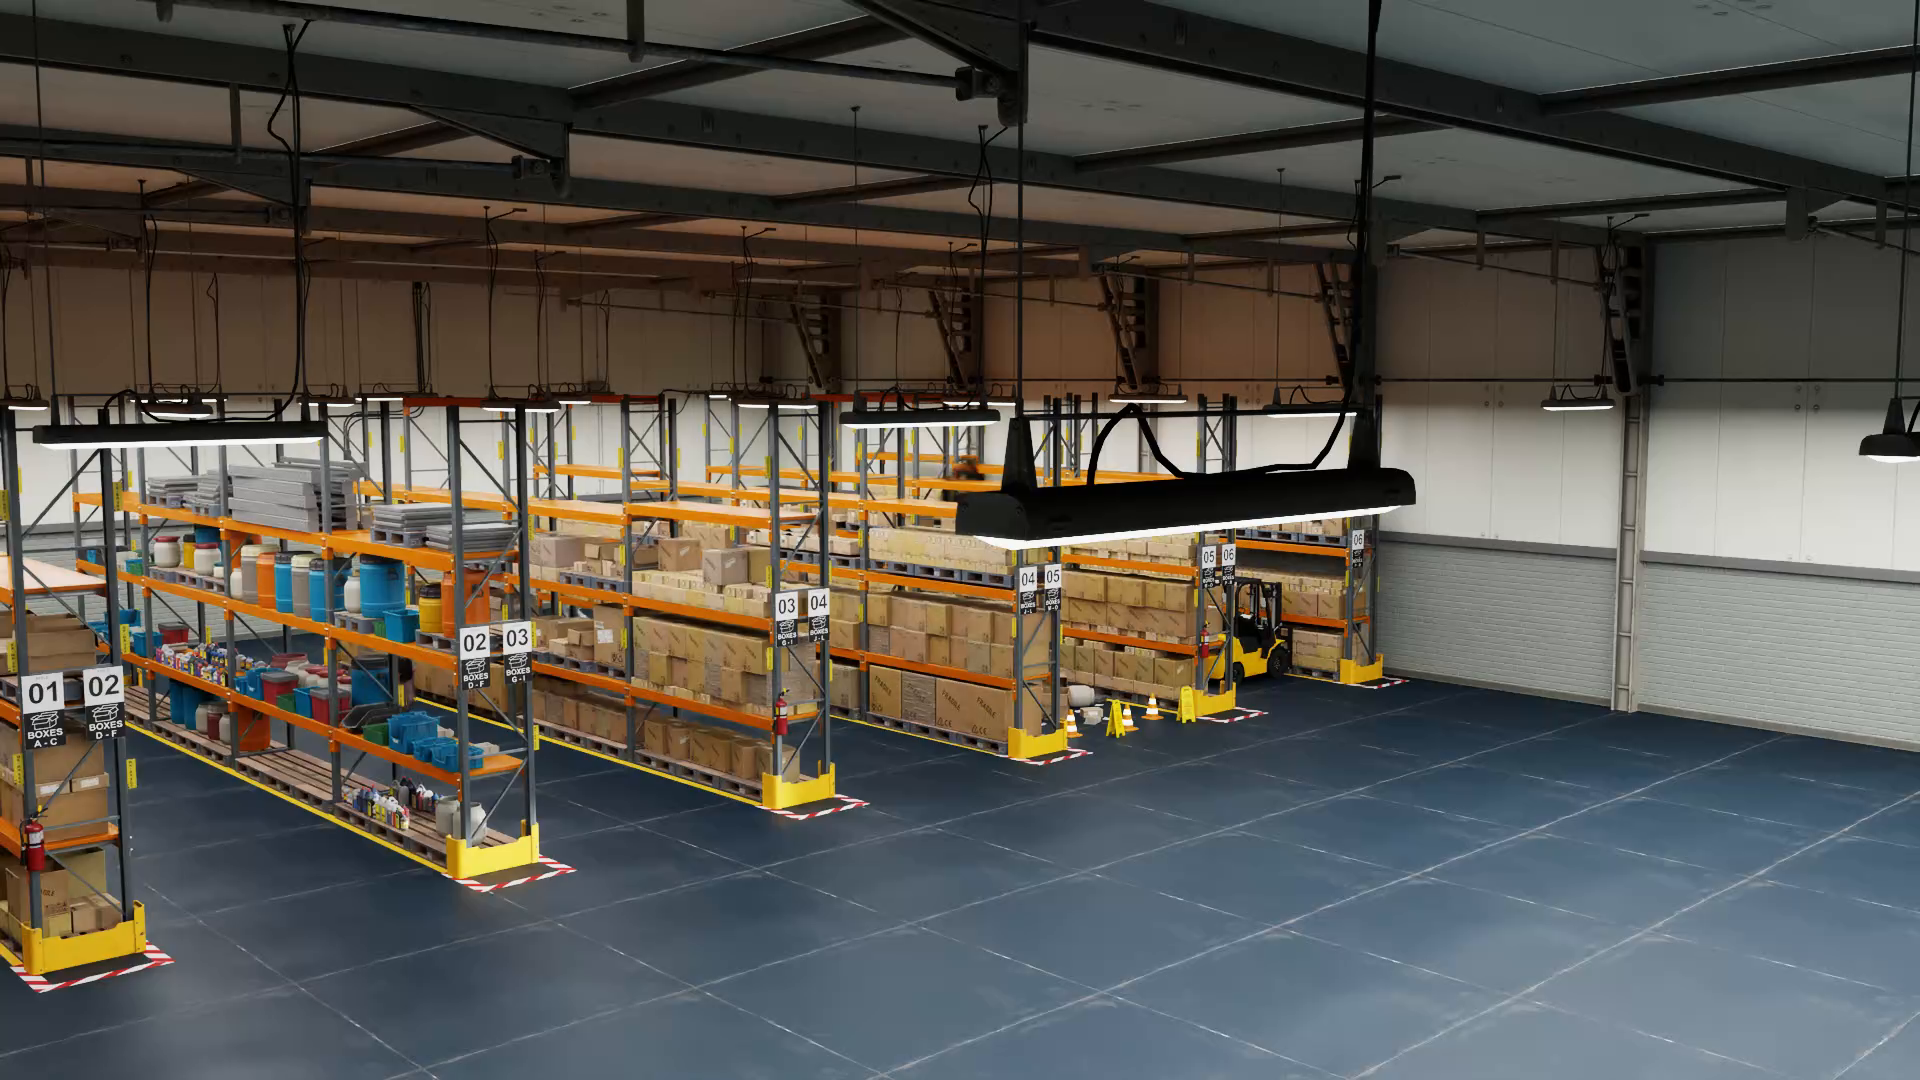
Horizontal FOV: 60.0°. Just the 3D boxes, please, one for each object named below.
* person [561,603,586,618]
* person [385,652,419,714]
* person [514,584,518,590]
[{"bbox_3d":[-9.694,1.439,41.229,0.928,1.772,0.718,1,6,14],"label":"person"},{"bbox_3d":[-10.220,2.558,30.418,0.607,1.673,0.657,5,7,39],"label":"person"},{"bbox_3d":[-10.114,1.817,37.663,0.640,1.847,0.744,-5,7,-42],"label":"person"}]
